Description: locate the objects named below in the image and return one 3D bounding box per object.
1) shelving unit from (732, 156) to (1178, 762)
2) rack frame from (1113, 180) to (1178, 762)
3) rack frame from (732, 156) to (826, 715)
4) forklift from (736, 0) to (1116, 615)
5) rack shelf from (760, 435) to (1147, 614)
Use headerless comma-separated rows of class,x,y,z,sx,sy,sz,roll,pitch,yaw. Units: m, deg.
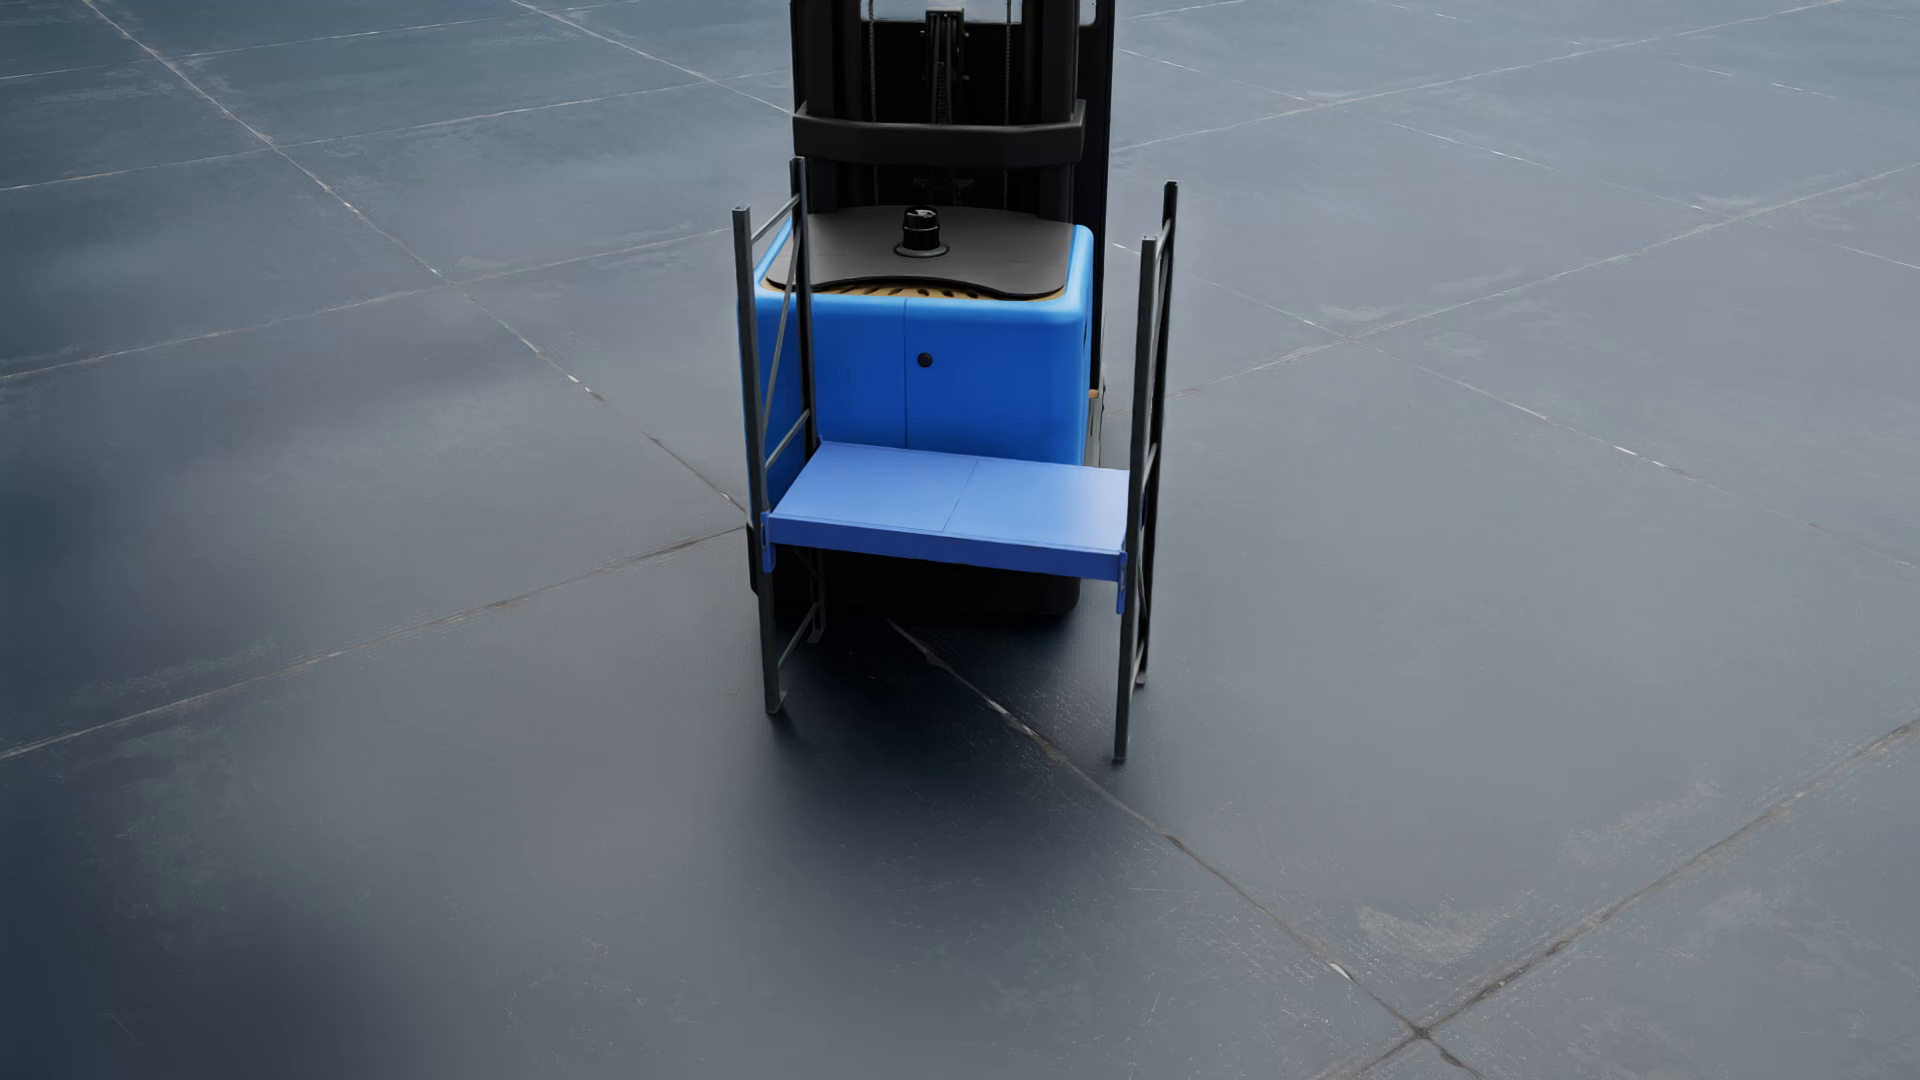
shelving unit,0.003,-0.216,4.576,1.048,1.500,0.538,6,29,11
rack frame,0.498,-0.161,4.475,0.032,1.500,0.500,6,29,11
rack frame,-0.493,-0.270,4.676,0.032,1.500,0.500,6,29,11
forklift,0.001,-1.730,5.864,1.130,2.935,3.031,3,29,5
rack shelf,0.003,-0.058,4.661,1.000,0.185,0.538,6,29,11
